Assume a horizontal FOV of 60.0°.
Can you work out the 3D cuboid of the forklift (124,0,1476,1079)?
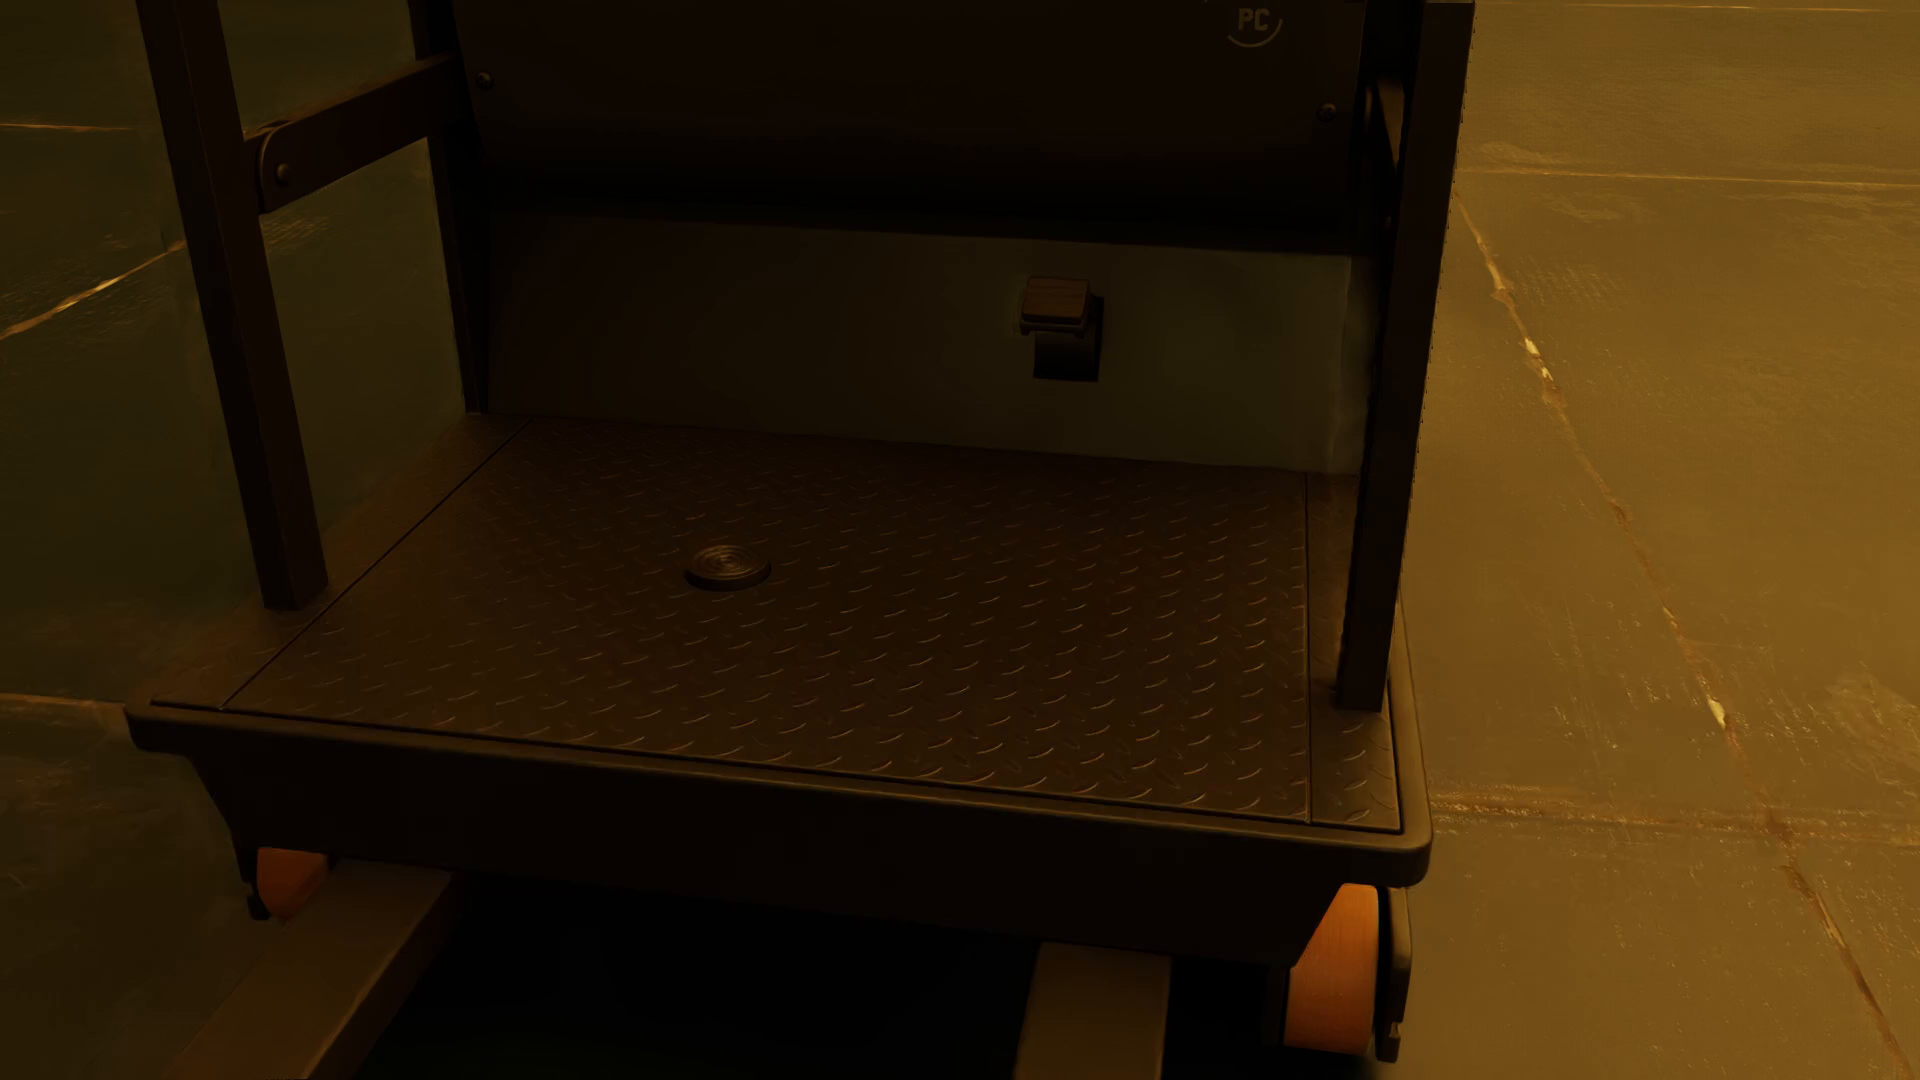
[{"bbox_3d":[-0.099,-1.012,1.245,1.130,2.935,3.031,5,27,9],"label":"forklift"}]
